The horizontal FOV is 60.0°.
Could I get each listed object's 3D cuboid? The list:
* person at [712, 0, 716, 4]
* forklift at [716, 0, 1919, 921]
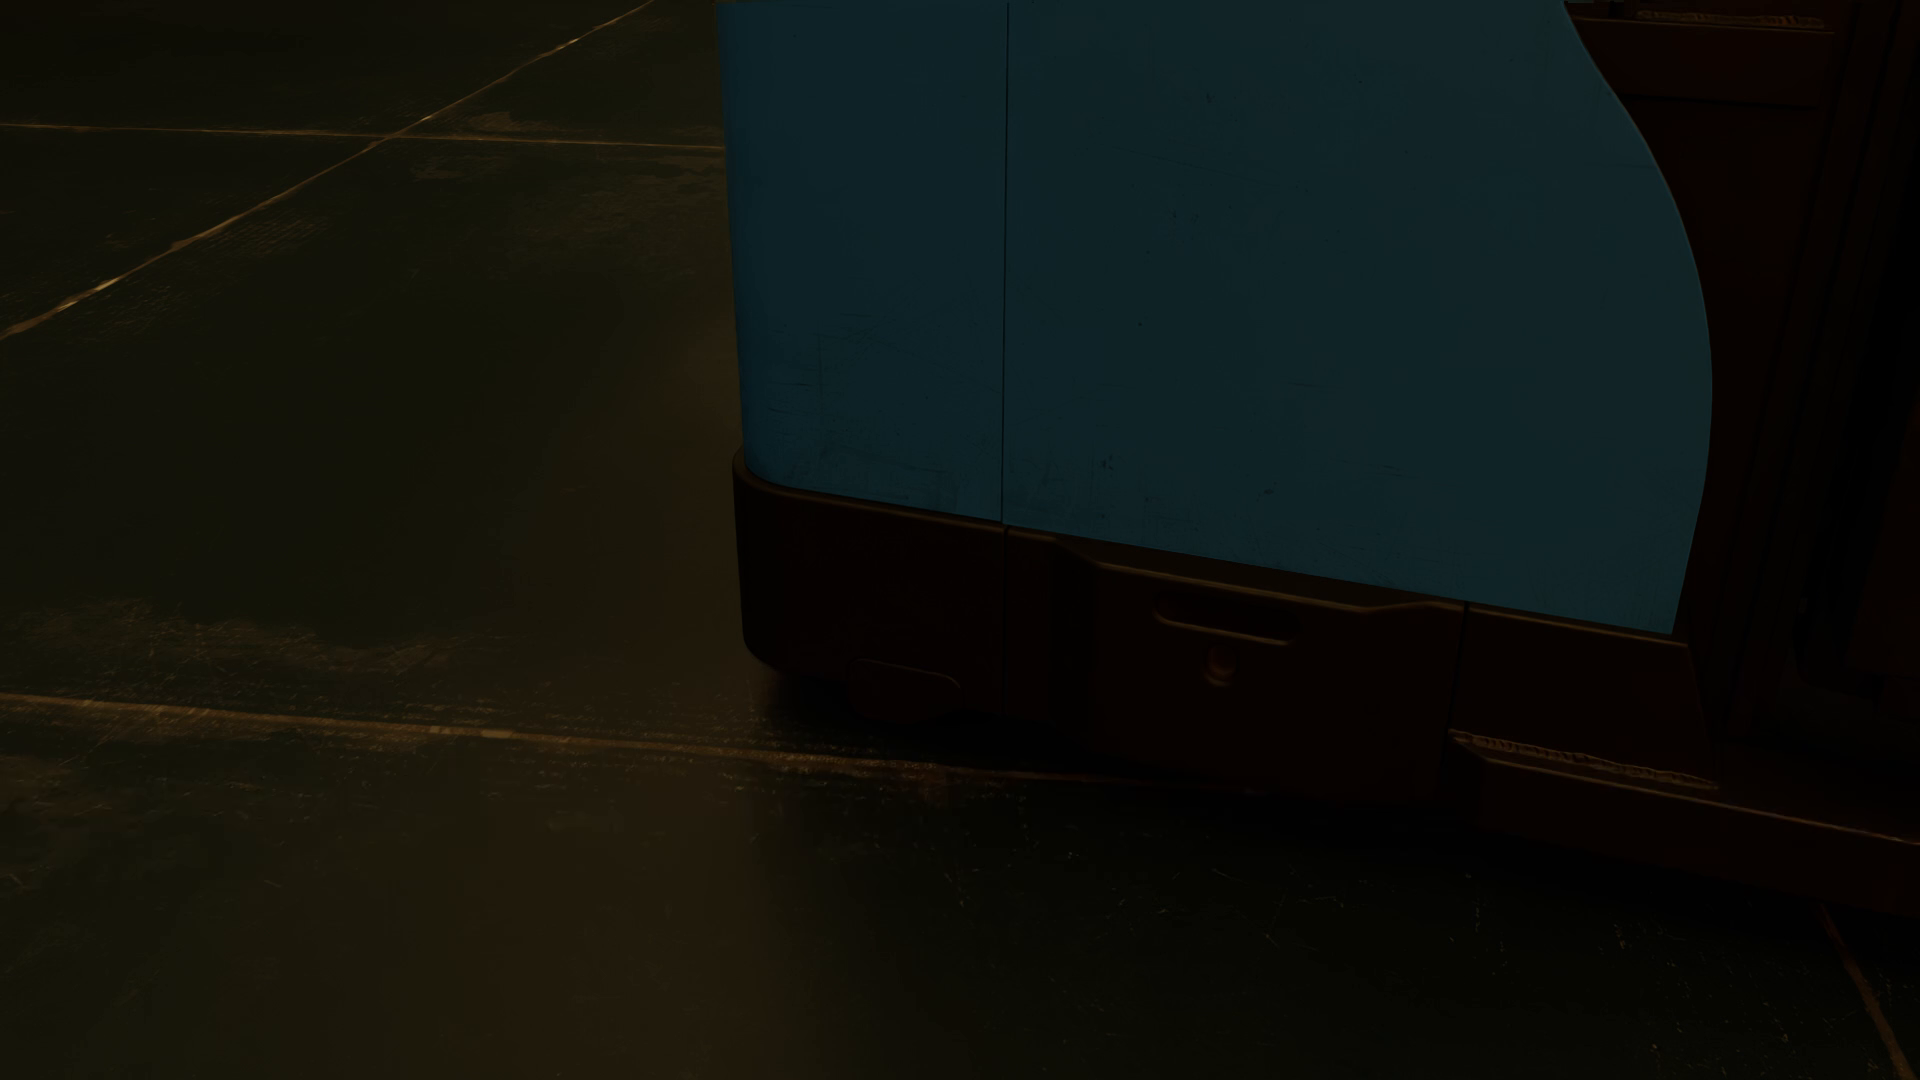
[{"bbox_3d":[-0.025,-1.084,3.154,0.842,1.368,0.944,-2,27,-3],"label":"person"},{"bbox_3d":[1.297,-1.080,1.382,3.031,2.935,1.130,10,28,19],"label":"forklift"}]
